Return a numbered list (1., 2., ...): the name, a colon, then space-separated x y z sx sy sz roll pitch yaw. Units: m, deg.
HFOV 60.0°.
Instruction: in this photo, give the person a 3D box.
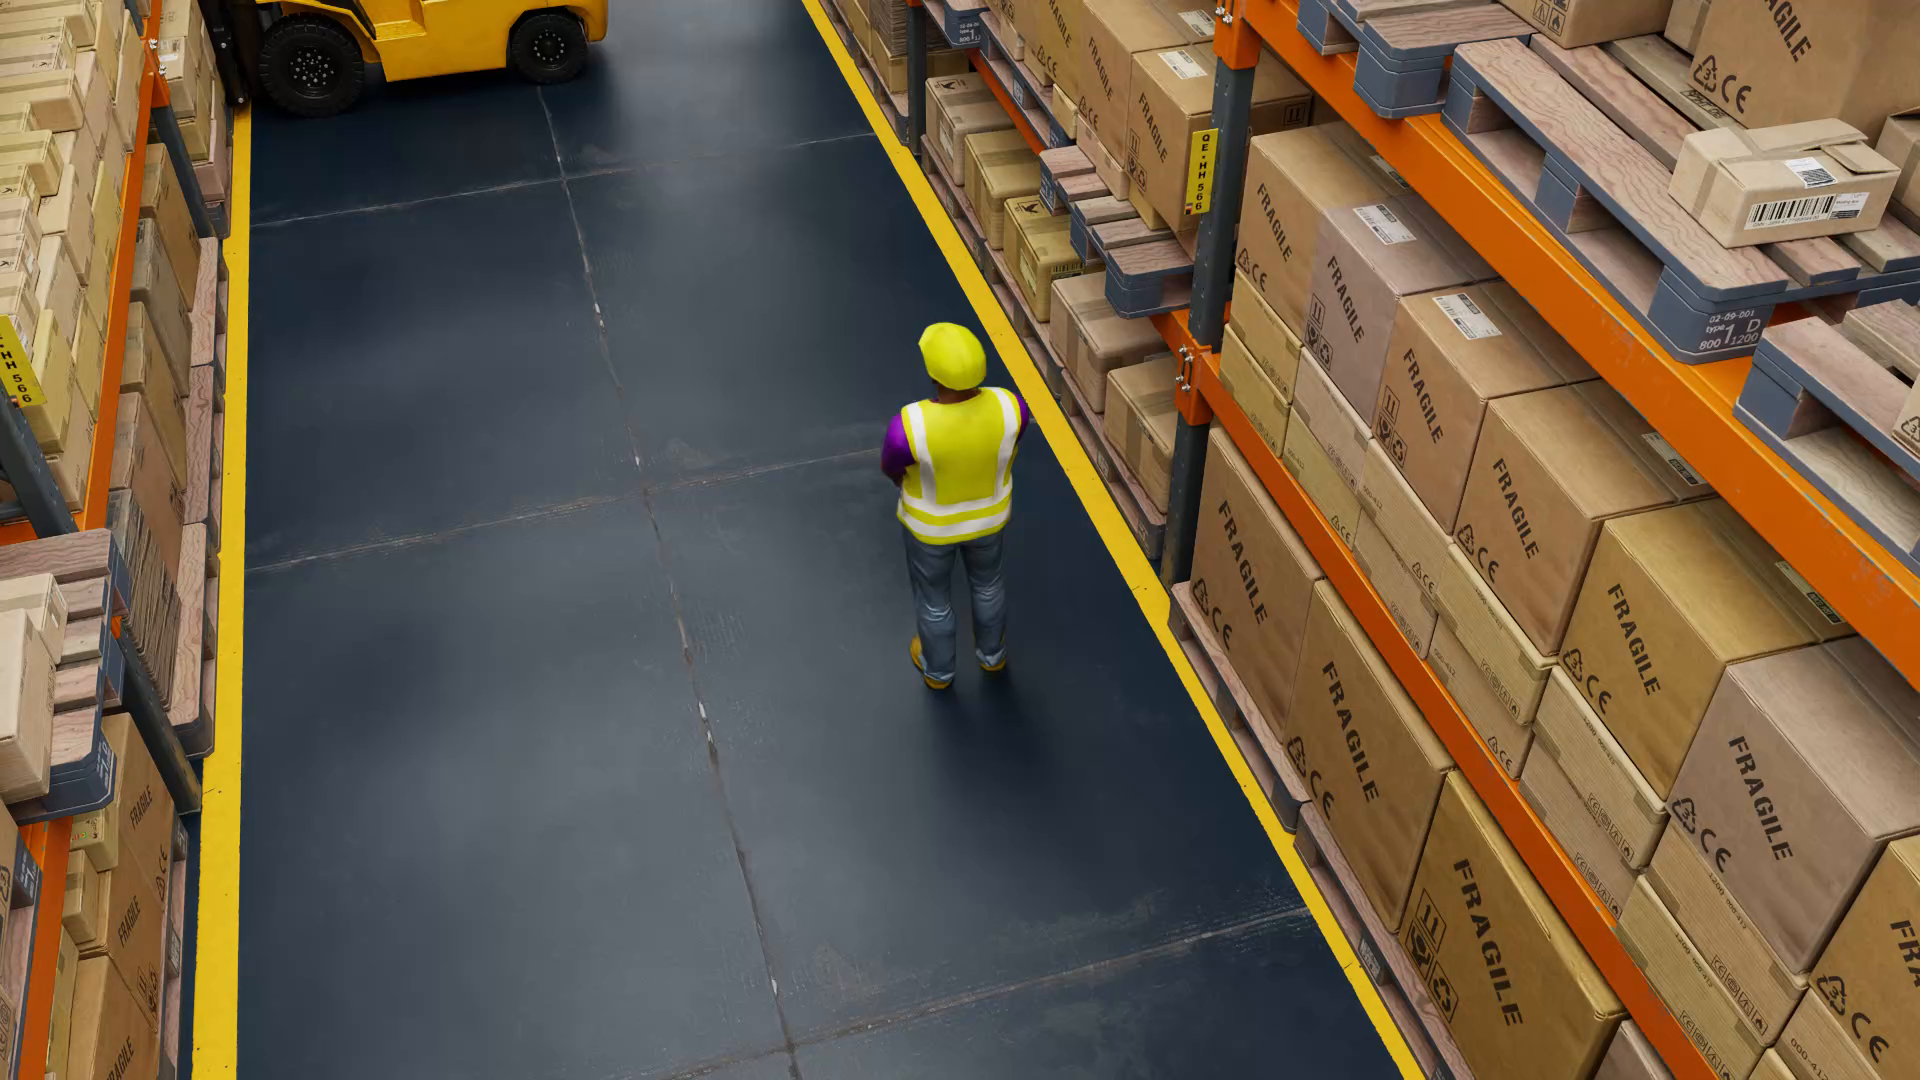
1. person: -0.046 -0.148 6.303 0.538 1.772 0.560 -12 43 -13
